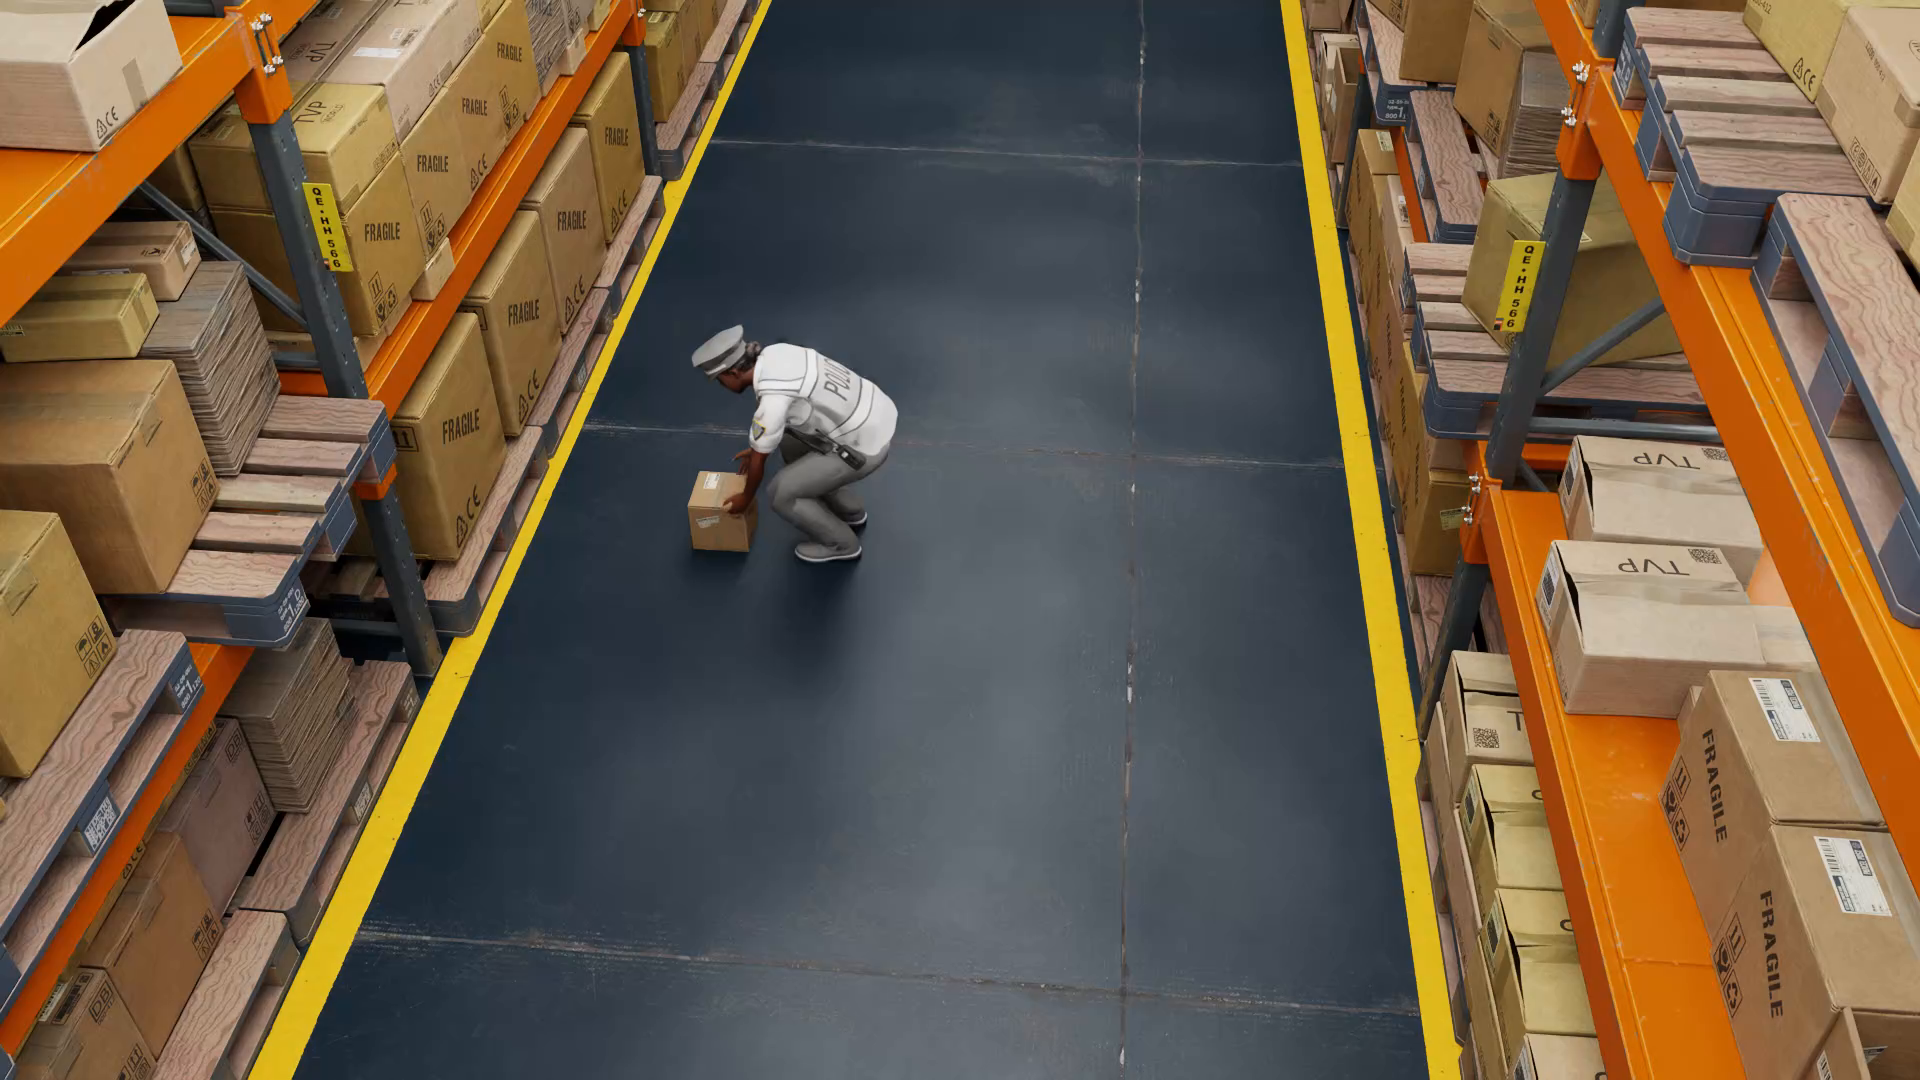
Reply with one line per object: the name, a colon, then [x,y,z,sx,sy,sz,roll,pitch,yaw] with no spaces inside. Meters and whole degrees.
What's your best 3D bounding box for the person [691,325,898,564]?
person: [-0.683,-0.416,7.080,0.828,1.109,0.498,3,40,4]
